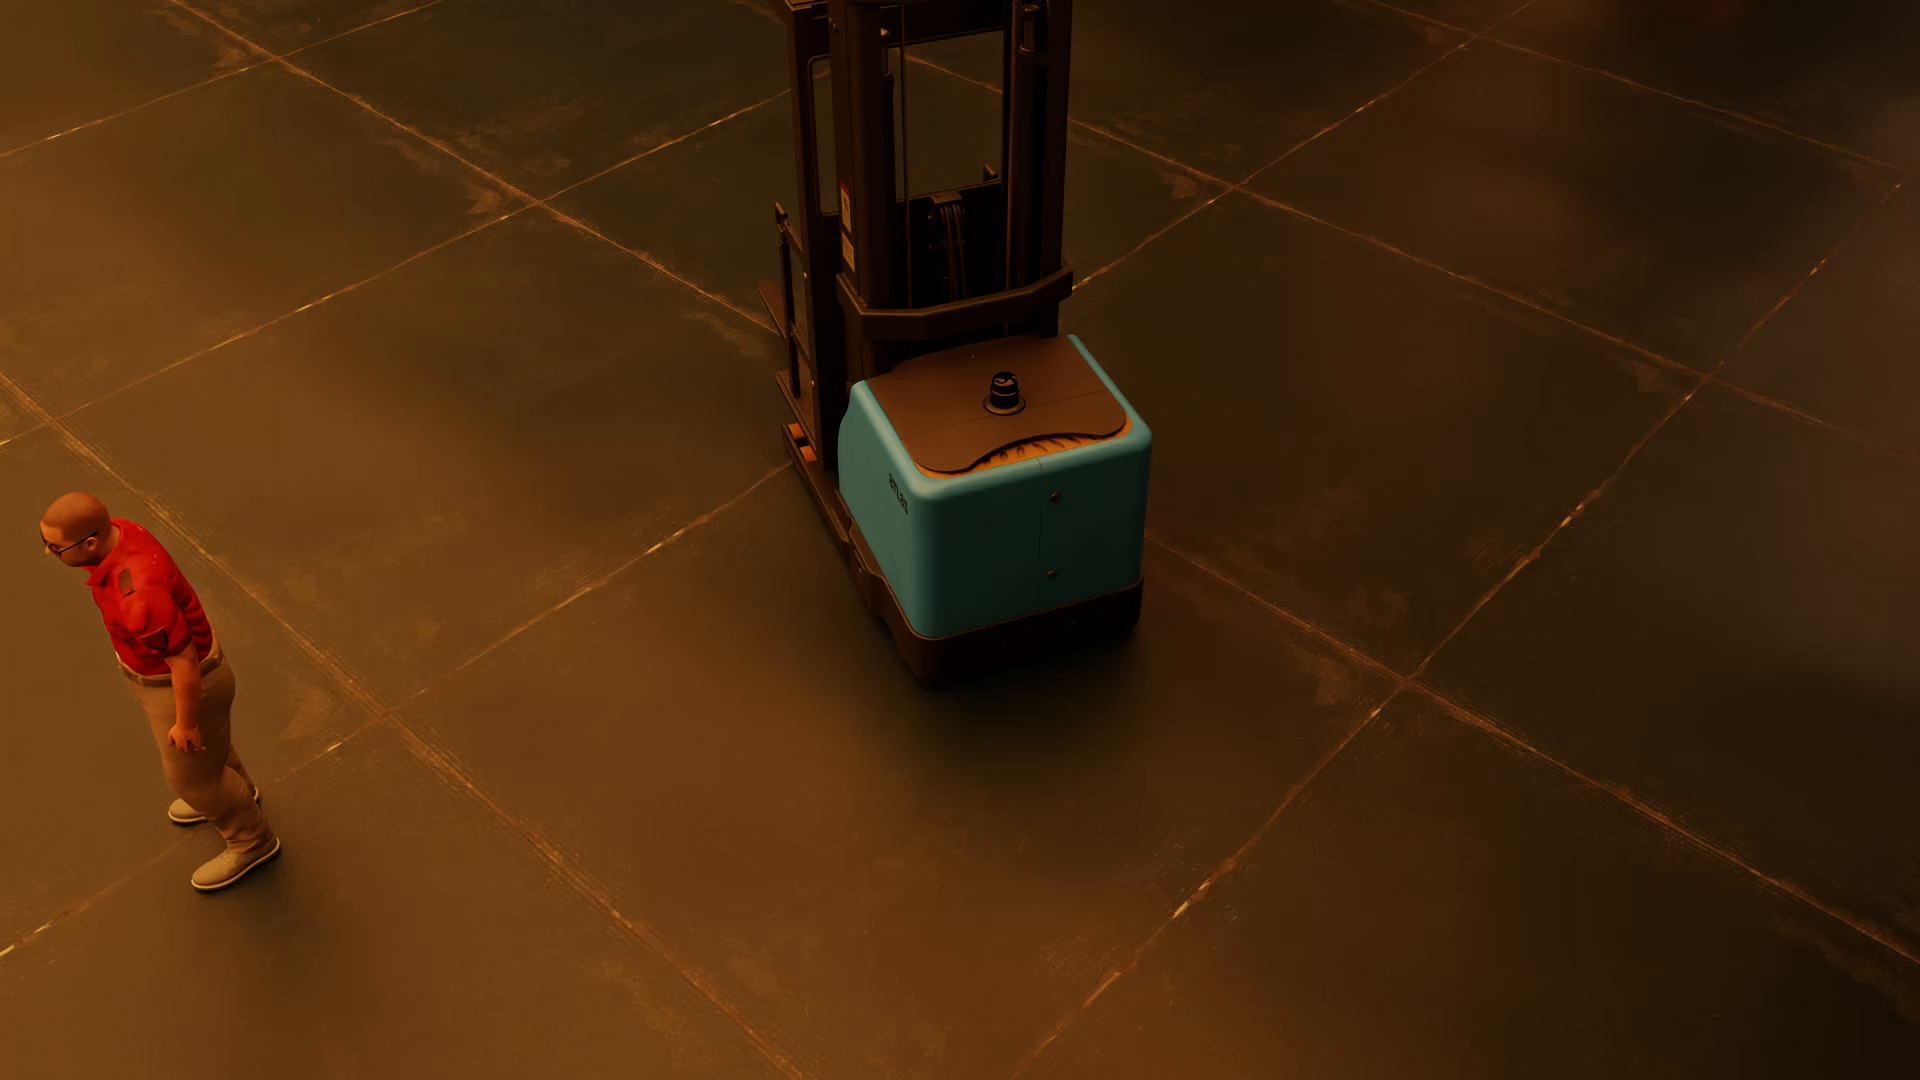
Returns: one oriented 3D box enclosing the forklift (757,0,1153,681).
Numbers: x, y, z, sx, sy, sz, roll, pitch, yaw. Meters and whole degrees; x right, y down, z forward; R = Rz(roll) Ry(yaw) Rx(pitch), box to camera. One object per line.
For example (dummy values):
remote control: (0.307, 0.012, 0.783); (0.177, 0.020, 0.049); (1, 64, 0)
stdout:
forklift: (-0.227, -1.493, 7.169); (1.130, 2.935, 3.031); (-14, 43, -16)

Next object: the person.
person: (-2.755, 0.489, 5.782); (0.399, 1.725, 0.598); (-24, 46, -25)
